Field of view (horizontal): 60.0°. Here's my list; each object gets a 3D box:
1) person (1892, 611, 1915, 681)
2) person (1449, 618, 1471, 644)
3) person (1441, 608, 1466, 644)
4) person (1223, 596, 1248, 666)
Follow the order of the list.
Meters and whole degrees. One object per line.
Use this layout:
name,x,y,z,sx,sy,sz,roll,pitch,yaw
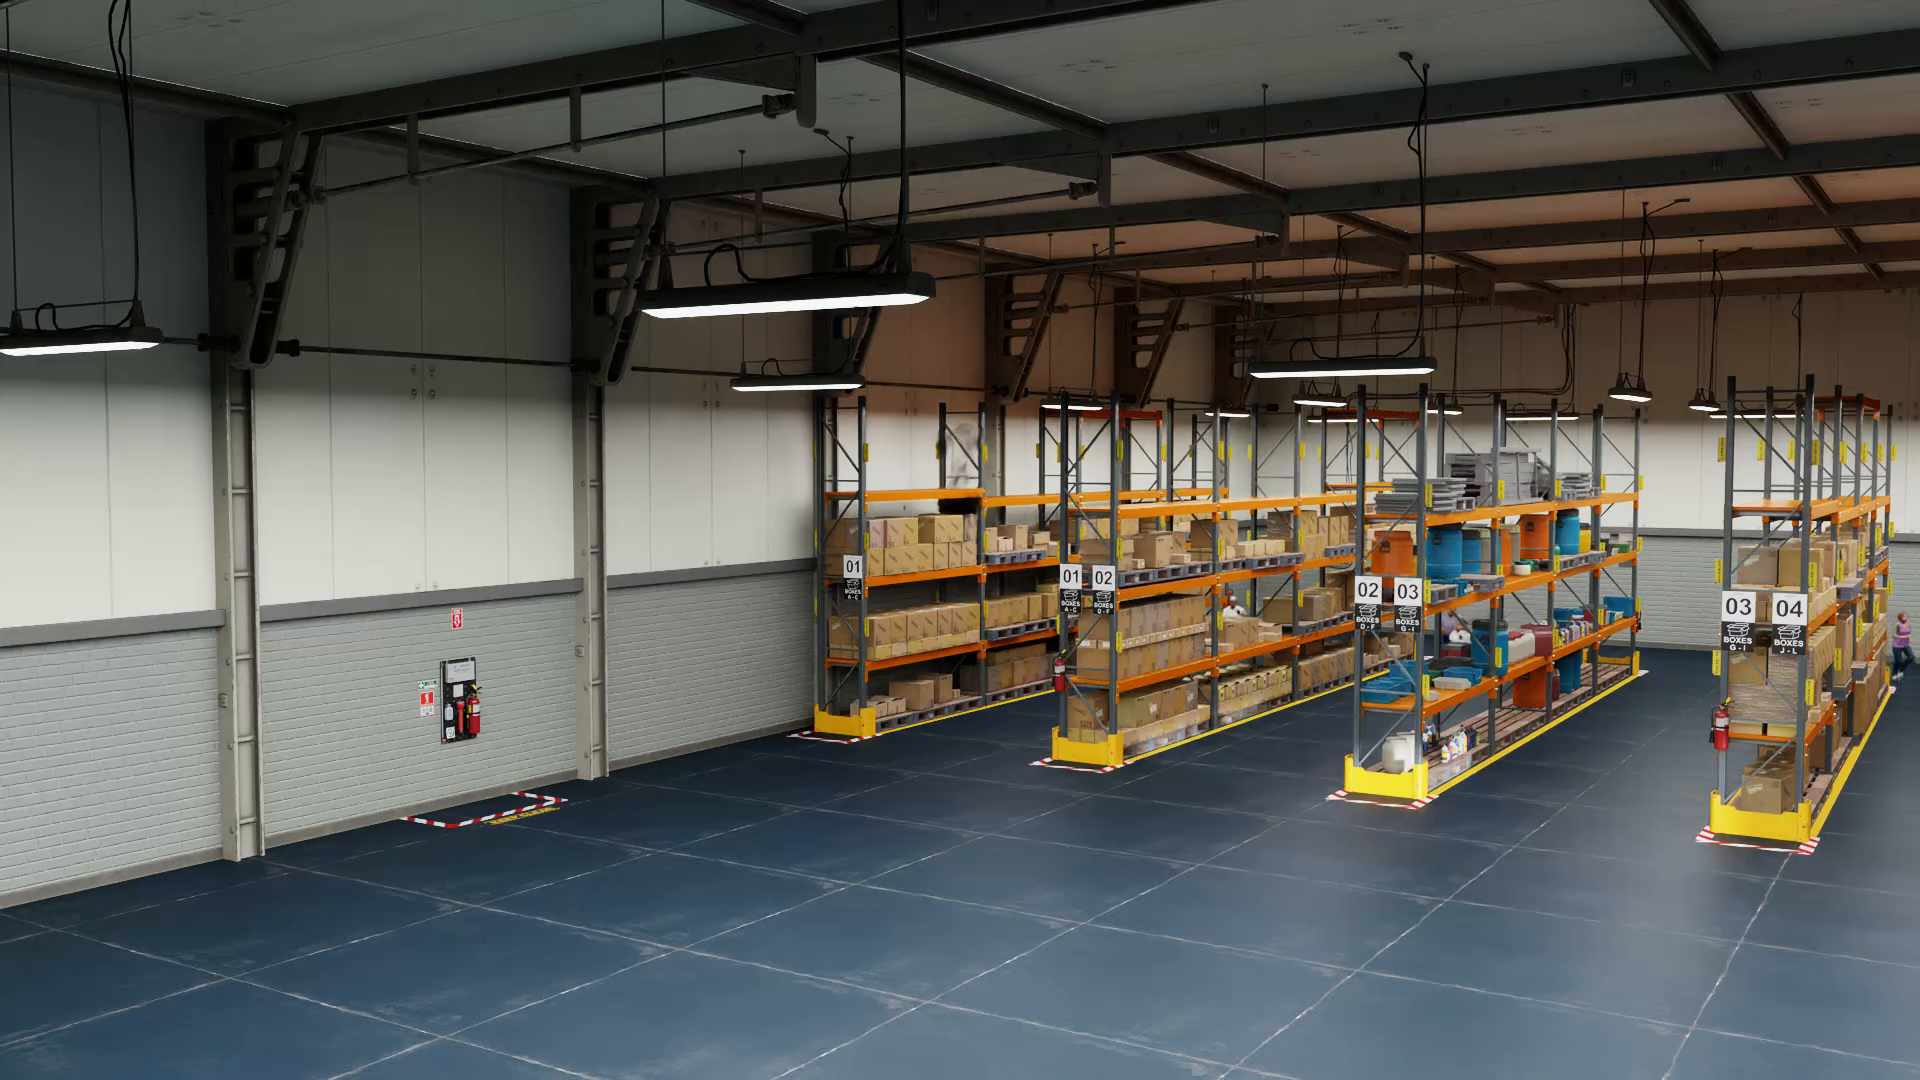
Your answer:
person,20.450,2.315,36.066,0.573,1.549,0.711,0,3,-6
person,10.073,2.404,33.582,0.586,1.696,0.650,3,4,43
person,10.887,2.263,36.873,0.627,1.673,0.936,1,3,21
person,6.328,2.127,38.507,0.598,1.669,0.933,1,3,20
